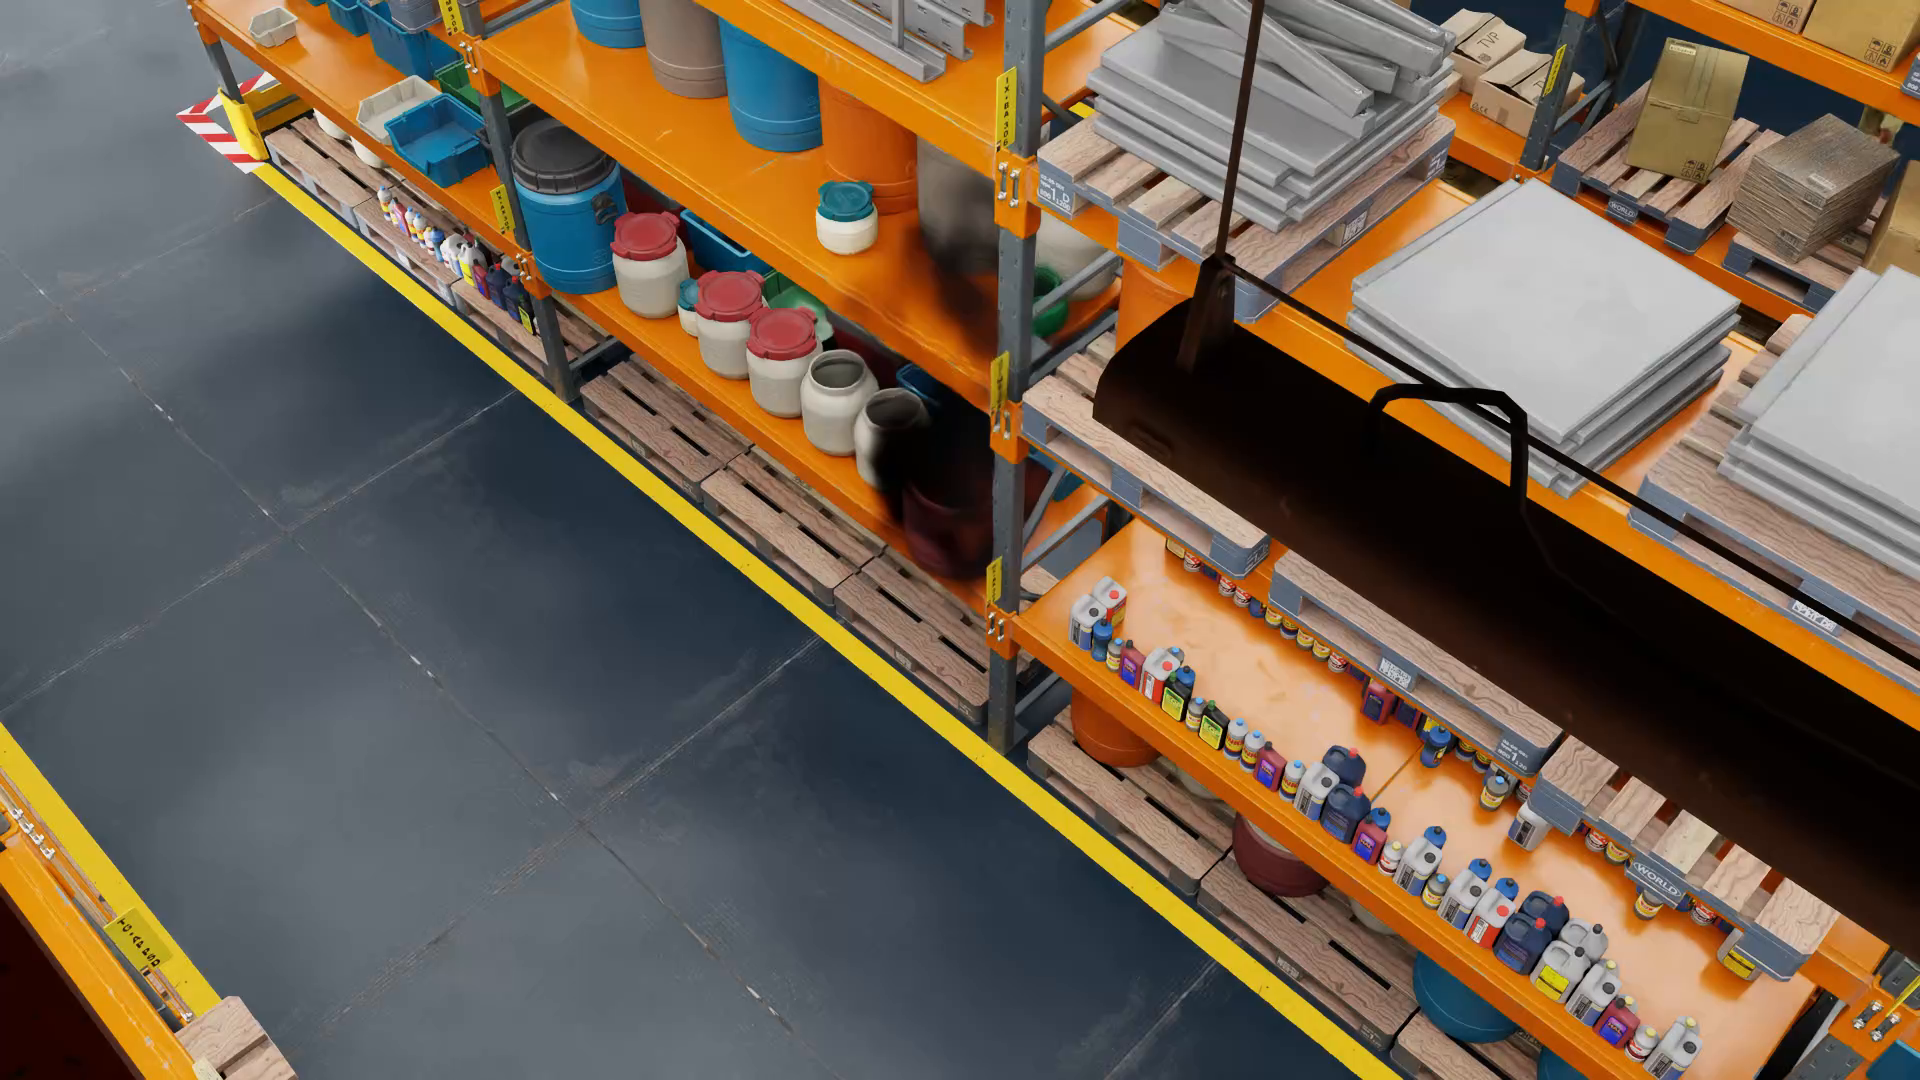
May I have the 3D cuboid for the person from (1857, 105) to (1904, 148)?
[{"bbox_3d":[6.356,-2.728,11.625,0.547,1.627,0.587,27,55,21],"label":"person"}]
